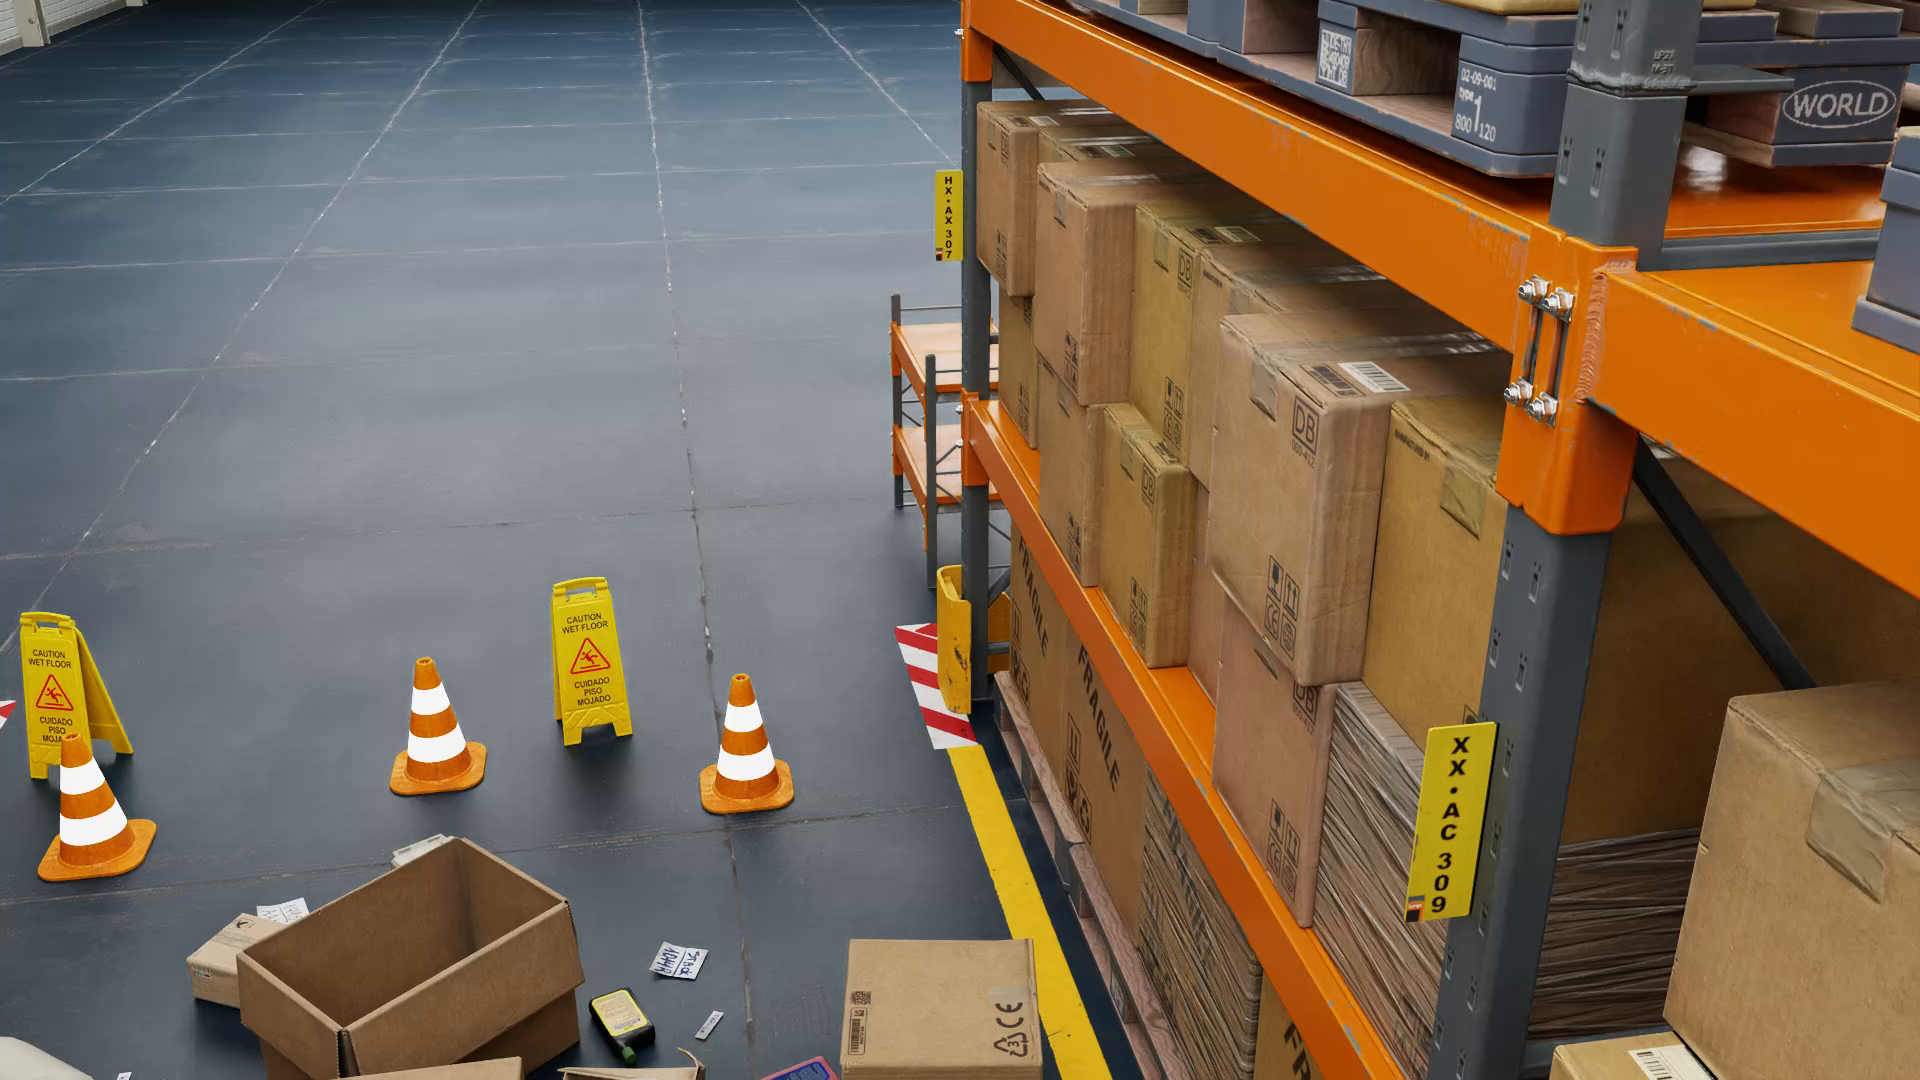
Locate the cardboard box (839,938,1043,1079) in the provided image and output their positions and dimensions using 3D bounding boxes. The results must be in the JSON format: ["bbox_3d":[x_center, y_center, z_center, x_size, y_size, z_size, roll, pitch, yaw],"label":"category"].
[{"bbox_3d":[-0.049,1.409,4.395,0.500,0.500,0.500,0,24,-1],"label":"cardboard box"}]

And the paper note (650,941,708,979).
[{"bbox_3d":[-0.879,1.314,5.206,0.144,0.017,0.142,4,24,9],"label":"paper note"}]

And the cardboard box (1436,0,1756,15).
[{"bbox_3d":[0.865,-0.818,2.291,0.380,0.149,0.250,-4,24,-10],"label":"cardboard box"}]

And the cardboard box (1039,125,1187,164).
[{"bbox_3d":[0.730,-0.979,5.207,0.875,0.550,0.550,-4,24,-10],"label":"cardboard box"}]

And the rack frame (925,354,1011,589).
[{"bbox_3d":[0.095,-0.313,7.561,0.500,1.125,0.032,-4,24,-10],"label":"rack frame"}]

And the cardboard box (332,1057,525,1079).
[{"bbox_3d":[-1.345,1.585,3.823,0.797,0.637,0.503,-4,24,-10],"label":"cardboard box"}]

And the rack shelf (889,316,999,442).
[{"bbox_3d":[0.001,-0.781,7.902,0.538,0.278,1.000,-4,24,-10],"label":"rack shelf"}]

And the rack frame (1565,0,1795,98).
[{"bbox_3d":[1.247,-1.950,1.470,1.000,3.000,0.127,-4,24,-10],"label":"rack frame"}]

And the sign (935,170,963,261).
[{"bbox_3d":[-0.039,-1.168,5.996,0.100,0.325,0.005,-4,24,-10],"label":"sign"}]

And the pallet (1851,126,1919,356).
[{"bbox_3d":[1.465,-0.130,1.292,0.805,0.209,1.217,-5,24,-12],"label":"pallet"}]

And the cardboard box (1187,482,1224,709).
[{"bbox_3d":[1.059,0.151,3.969,0.875,0.550,0.550,-4,24,-10],"label":"cardboard box"}]

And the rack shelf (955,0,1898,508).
[{"bbox_3d":[0.877,-1.032,4.016,1.077,0.370,4.000,-4,24,-10],"label":"rack shelf"}]

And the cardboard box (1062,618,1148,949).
[{"bbox_3d":[0.862,0.615,5.223,0.875,0.875,0.875,-5,24,-11],"label":"cardboard box"}]

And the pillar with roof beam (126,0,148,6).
[{"bbox_3d":[-11.290,-14.526,30.266,9.100,9.000,0.400,-4,24,-10],"label":"pillar with roof beam"}]

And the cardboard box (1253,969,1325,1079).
[{"bbox_3d":[1.199,1.328,3.591,0.875,0.875,0.875,-4,24,-9],"label":"cardboard box"}]

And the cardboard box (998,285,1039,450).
[{"bbox_3d":[0.620,-0.700,5.917,0.875,0.550,0.550,-4,24,-10],"label":"cardboard box"}]

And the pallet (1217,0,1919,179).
[{"bbox_3d":[1.106,-0.857,2.827,1.003,0.211,1.213,-4,24,-10],"label":"pallet"}]

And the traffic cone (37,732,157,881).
[{"bbox_3d":[-2.991,0.869,5.683,0.336,0.463,0.334,-4,24,-10],"label":"traffic cone"}]

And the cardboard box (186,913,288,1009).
[{"bbox_3d":[-2.111,1.305,5.077,0.380,0.149,0.250,8,25,18],"label":"cardboard box"}]

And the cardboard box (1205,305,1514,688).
[{"bbox_3d":[0.997,-0.119,3.239,0.875,0.550,0.550,-4,24,-10],"label":"cardboard box"}]

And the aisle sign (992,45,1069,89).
[{"bbox_3d":[0.199,-1.971,5.766,0.394,0.787,0.004,-4,24,-10],"label":"aisle sign"}]

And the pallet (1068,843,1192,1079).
[{"bbox_3d":[0.954,1.292,5.028,1.003,0.211,1.213,-4,24,-10],"label":"pallet"}]

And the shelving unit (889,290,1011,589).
[{"bbox_3d":[0.001,-0.513,8.019,0.538,1.125,1.048,-4,24,-10],"label":"shelving unit"}]

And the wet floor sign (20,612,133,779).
[{"bbox_3d":[-3.322,0.557,6.167,0.267,0.644,0.232,4,24,9],"label":"wet floor sign"}]

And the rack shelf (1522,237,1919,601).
[{"bbox_3d":[1.617,0.541,0.414,1.077,0.370,4.000,-4,24,-10],"label":"rack shelf"}]

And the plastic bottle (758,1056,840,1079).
[{"bbox_3d":[-0.485,1.543,4.640,0.283,0.061,0.133,-13,27,-28],"label":"plastic bottle"}]

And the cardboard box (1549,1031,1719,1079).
[{"bbox_3d":[1.080,0.981,2.132,0.500,0.500,0.500,-4,24,-9],"label":"cardboard box"}]

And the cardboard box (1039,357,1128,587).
[{"bbox_3d":[0.724,-0.255,4.900,0.875,0.550,0.550,-4,24,-10],"label":"cardboard box"}]

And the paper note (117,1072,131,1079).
[{"bbox_3d":[-2.373,1.547,4.696,0.032,0.001,0.123,-4,24,-10],"label":"paper note"}]

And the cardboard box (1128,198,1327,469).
[{"bbox_3d":[0.926,-0.550,4.224,0.875,0.550,0.500,-4,24,-10],"label":"cardboard box"}]

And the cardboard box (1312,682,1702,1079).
[{"bbox_3d":[1.167,0.587,2.971,0.875,0.550,0.550,-4,24,-10],"label":"cardboard box"}]
